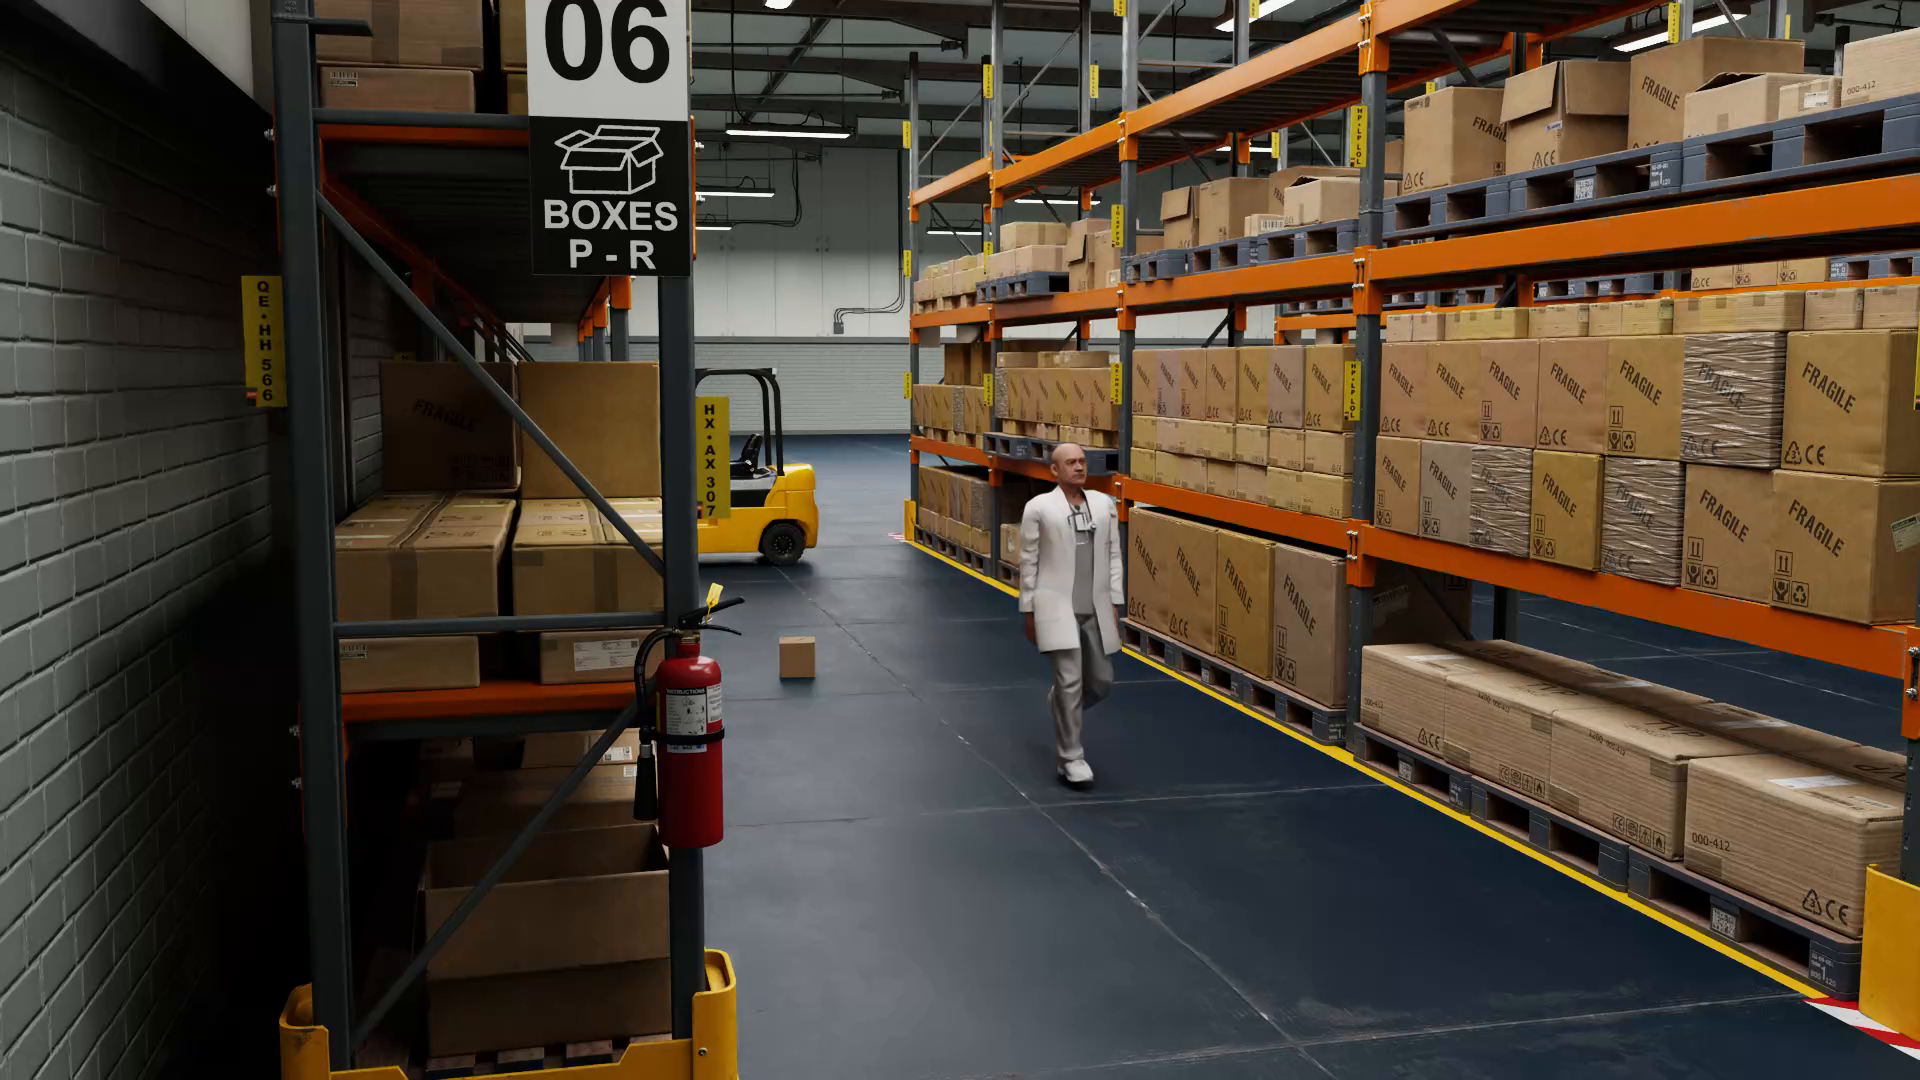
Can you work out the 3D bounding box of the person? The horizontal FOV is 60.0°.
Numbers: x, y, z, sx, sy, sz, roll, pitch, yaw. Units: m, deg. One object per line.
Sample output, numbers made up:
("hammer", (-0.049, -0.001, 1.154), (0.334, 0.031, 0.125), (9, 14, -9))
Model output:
("person", (0.589, 0.396, 8.859), (0.575, 1.660, 0.820), (-2, 6, -18))
